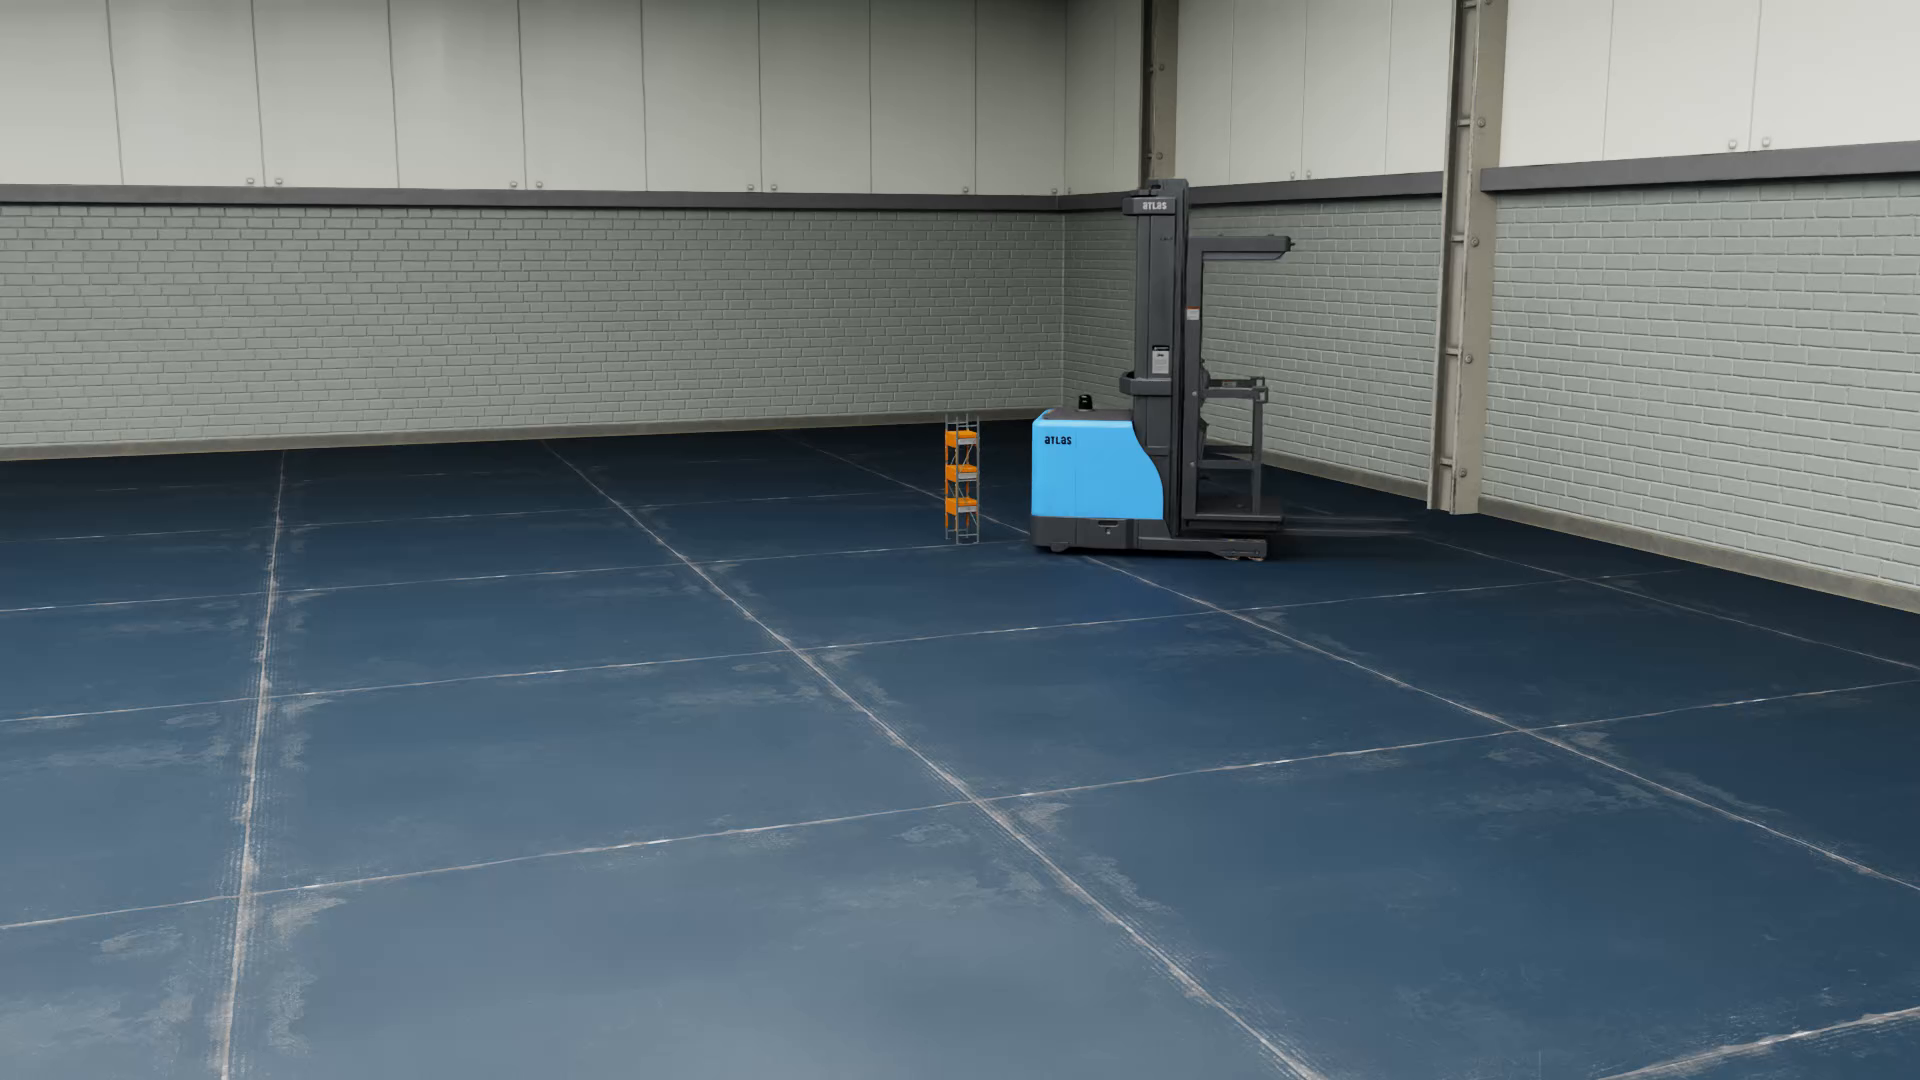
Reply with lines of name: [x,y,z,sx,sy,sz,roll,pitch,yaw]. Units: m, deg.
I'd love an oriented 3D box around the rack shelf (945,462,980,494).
rack shelf: [0.019,-0.498,13.781,0.215,0.259,0.240,-4,11,-21]

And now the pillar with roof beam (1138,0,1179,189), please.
pillar with roof beam: [-1.600,-5.411,18.643,9.100,9.000,0.400,-4,11,-21]

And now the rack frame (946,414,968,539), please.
rack frame: [-0.025,-0.528,13.891,0.200,1.050,0.008,-4,11,-21]

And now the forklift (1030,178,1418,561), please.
forklift: [2.121,-1.376,13.285,3.031,2.935,1.130,2,10,9]

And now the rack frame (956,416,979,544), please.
rack frame: [0.064,-0.488,13.667,0.200,1.050,0.008,-4,11,-21]

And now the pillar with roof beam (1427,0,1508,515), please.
pillar with roof beam: [0.574,-4.431,13.137,9.100,9.000,0.400,-4,11,-21]

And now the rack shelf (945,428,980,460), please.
rack shelf: [0.019,-0.777,13.731,0.215,0.259,0.240,-4,11,-21]

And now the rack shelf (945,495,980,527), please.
rack shelf: [0.019,-0.224,13.830,0.215,0.259,0.240,-4,11,-21]

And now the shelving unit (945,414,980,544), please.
shelving unit: [0.019,-0.508,13.779,0.215,1.050,0.252,-4,11,-21]
